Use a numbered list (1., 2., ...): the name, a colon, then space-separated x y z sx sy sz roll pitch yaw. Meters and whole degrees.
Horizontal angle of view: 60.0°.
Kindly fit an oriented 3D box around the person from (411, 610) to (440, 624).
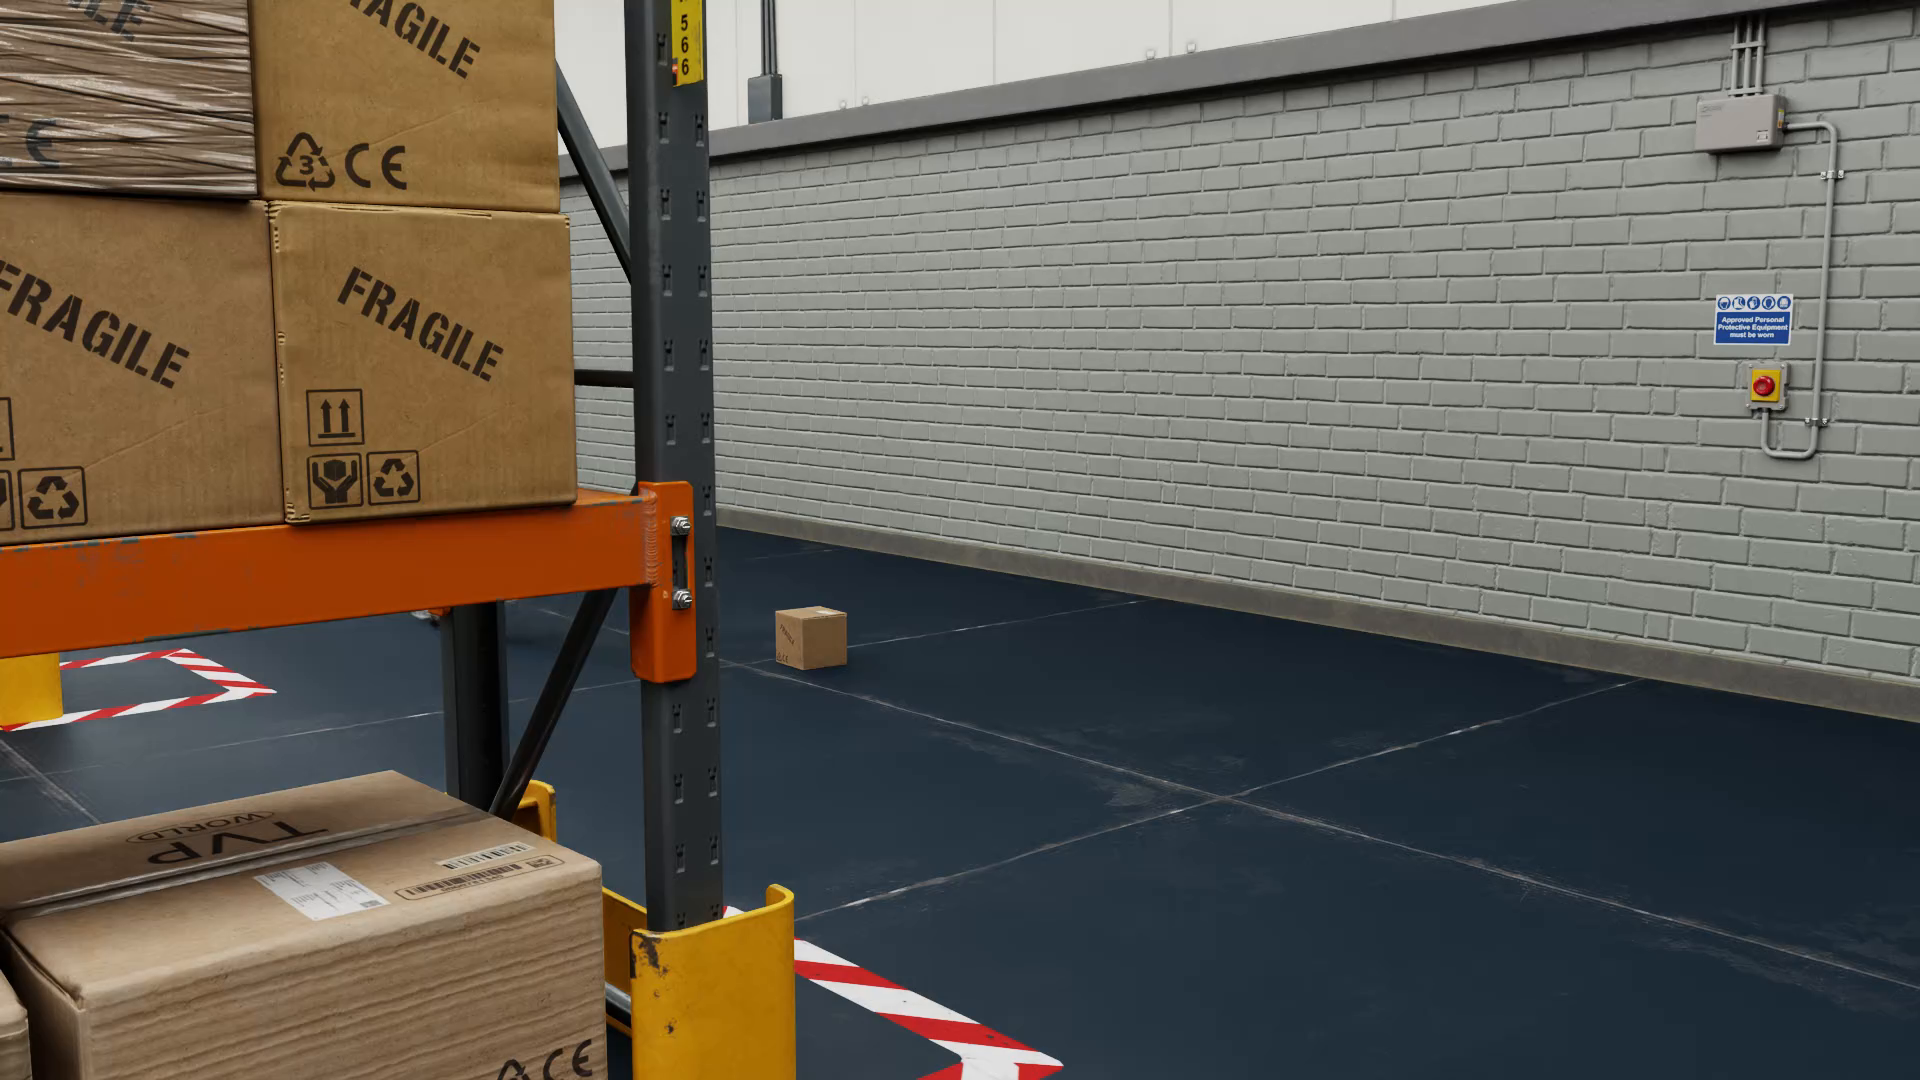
1. person: -2.782 -0.401 8.811 0.606 1.711 0.535 4 9 30
